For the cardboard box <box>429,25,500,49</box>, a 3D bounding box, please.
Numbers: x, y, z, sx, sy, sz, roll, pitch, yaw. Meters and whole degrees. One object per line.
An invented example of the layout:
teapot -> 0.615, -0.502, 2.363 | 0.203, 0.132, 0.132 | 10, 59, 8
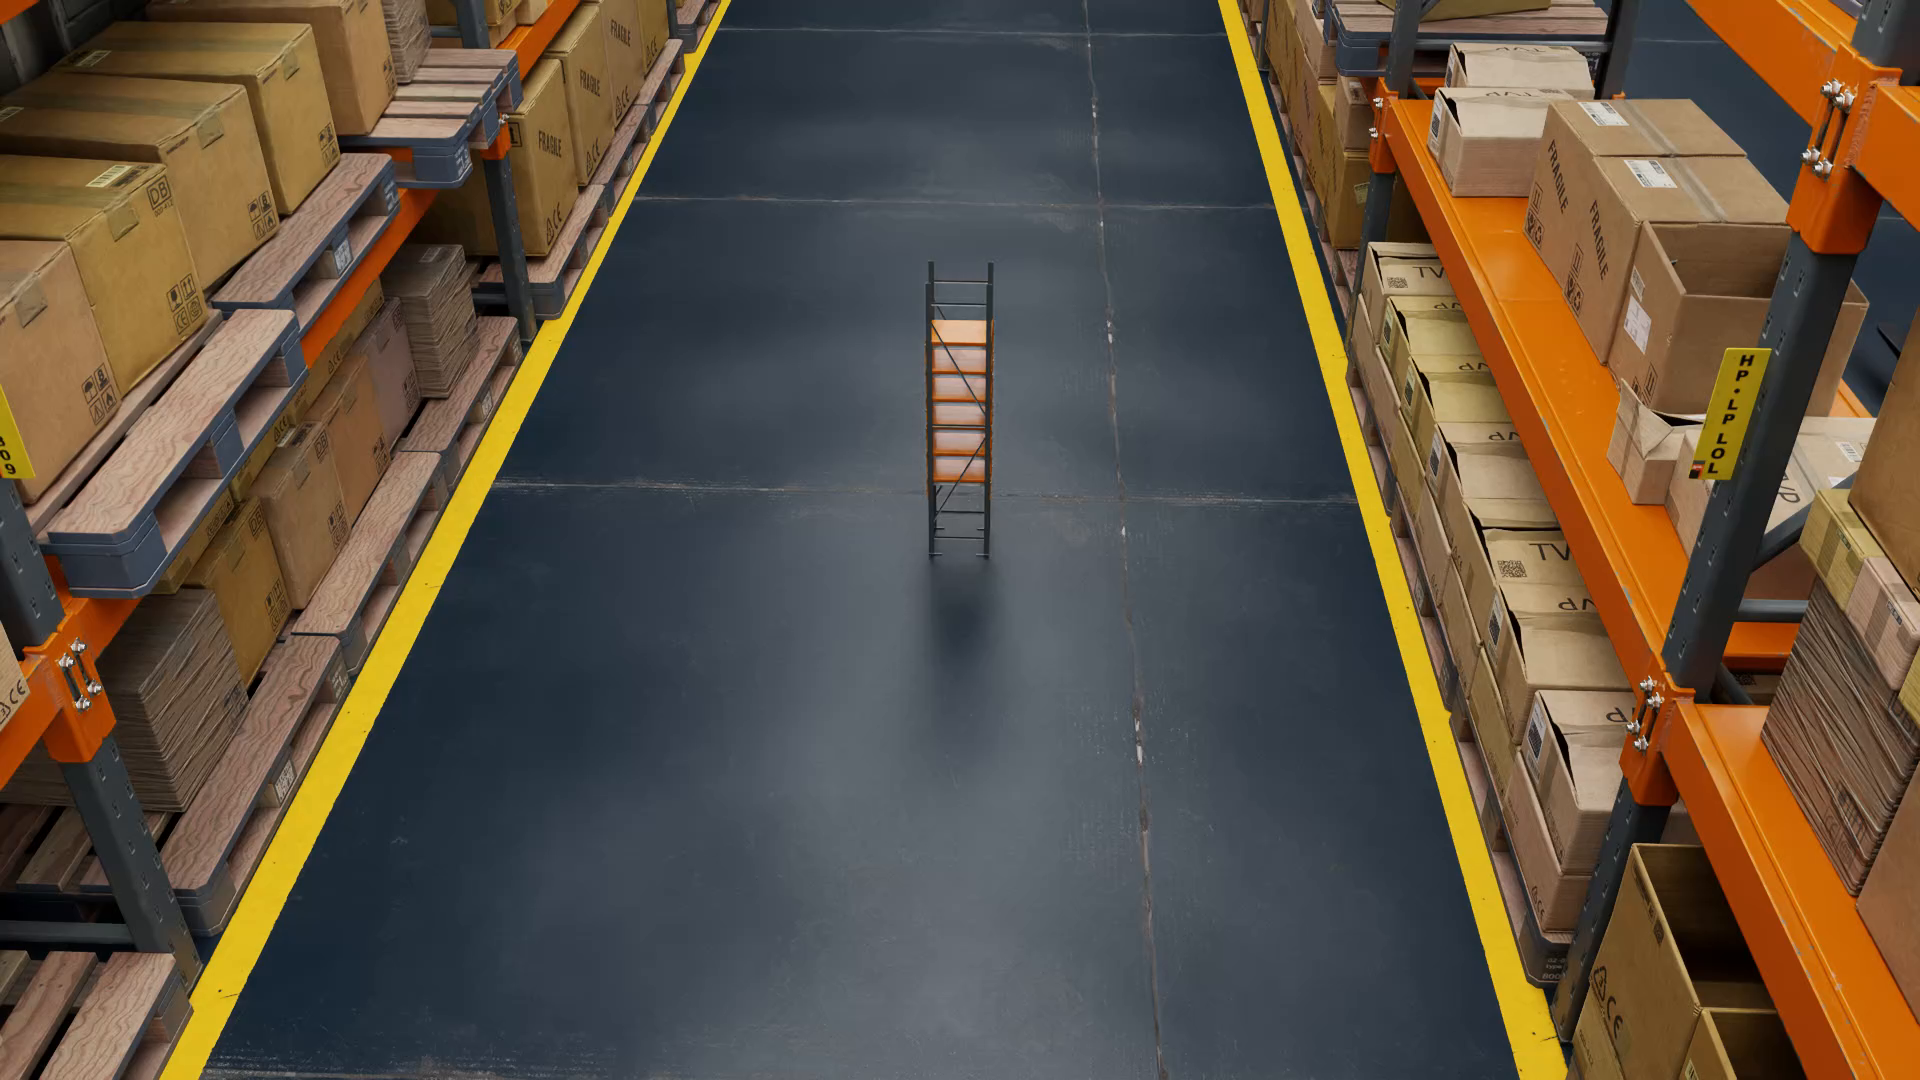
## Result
cardboard box -> -2.342, -2.320, 7.643 | 0.380, 0.149, 0.250 | 1, 35, 1

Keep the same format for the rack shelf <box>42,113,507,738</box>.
rack shelf -> -2.667, -0.787, 5.887 | 1.077, 0.370, 4.000 | 1, 35, 2

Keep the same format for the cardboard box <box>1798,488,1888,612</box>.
cardboard box -> 1.998, 0.024, 3.457 | 0.380, 0.149, 0.250 | 1, 35, 2

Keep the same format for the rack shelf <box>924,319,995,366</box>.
rack shelf -> -0.001, -0.741, 6.212 | 0.258, 0.103, 0.180 | 1, 35, 2

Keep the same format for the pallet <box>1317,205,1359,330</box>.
pallet -> 2.431, -1.405, 8.566 | 1.003, 0.211, 1.213 | 1, 35, 2

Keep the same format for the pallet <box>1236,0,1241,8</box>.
pallet -> 2.599, -4.373, 12.788 | 1.003, 0.211, 1.213 | 1, 35, 2

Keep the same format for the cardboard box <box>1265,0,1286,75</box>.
cardboard box -> 2.261, -3.301, 10.630 | 0.500, 0.500, 0.500 | 0, 35, 0

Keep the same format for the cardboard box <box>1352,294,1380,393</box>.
cardboard box -> 2.049, -0.871, 7.406 | 0.500, 0.250, 0.500 | 1, 35, 2

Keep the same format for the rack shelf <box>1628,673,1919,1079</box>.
rack shelf -> 2.122, 1.623, 2.457 | 1.077, 0.370, 4.000 | 1, 35, 2

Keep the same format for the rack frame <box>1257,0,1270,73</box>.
rack frame -> 2.524, -4.416, 10.425 | 1.000, 3.000, 0.127 | 1, 35, 2

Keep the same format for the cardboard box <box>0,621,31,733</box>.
cardboard box -> -2.463, 0.400, 3.685 | 0.500, 0.250, 0.500 | 1, 35, 2

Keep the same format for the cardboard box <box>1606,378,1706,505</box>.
cardboard box -> 2.055, -0.274, 4.649 | 0.396, 0.266, 0.258 | 1, 35, 1

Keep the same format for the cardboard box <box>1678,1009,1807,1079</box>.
cardboard box -> 1.859, 1.373, 3.562 | 0.500, 0.500, 0.500 | 1, 35, 2

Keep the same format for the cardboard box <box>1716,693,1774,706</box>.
cardboard box -> 2.468, 0.672, 4.723 | 0.500, 0.311, 0.500 | 1, 35, 2

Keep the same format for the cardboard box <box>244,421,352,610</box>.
cardboard box -> -2.703, -0.103, 6.079 | 0.700, 0.500, 0.500 | 2, 35, 2

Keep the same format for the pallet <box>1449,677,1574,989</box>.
pallet -> 2.193, 0.897, 5.290 | 1.003, 0.211, 1.213 | 1, 35, 2

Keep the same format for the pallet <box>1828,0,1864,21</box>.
pallet -> 2.225, -1.476, 3.799 | 0.805, 0.209, 1.217 | 0, 35, 0

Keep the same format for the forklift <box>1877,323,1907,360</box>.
forklift -> 4.602, -1.160, 5.851 | 1.130, 2.935, 3.031 | 1, 35, 1

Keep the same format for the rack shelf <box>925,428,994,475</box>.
rack shelf -> -0.001, -0.348, 6.488 | 0.258, 0.103, 0.180 | 1, 35, 2

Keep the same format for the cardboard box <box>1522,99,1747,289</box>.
cardboard box -> 2.312, -1.195, 5.754 | 0.500, 0.500, 0.500 | 0, 35, -1

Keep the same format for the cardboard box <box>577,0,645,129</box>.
cardboard box -> -2.355, -2.934, 9.820 | 0.750, 0.750, 0.750 | 2, 35, 3

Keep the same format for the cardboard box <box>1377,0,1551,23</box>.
cardboard box -> 2.276, -2.695, 7.524 | 0.700, 0.500, 0.500 | -10, 36, -14

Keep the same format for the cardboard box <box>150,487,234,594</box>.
cardboard box -> -2.720, -0.073, 5.384 | 0.500, 0.250, 0.500 | 1, 35, 1

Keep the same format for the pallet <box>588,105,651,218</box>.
pallet -> -2.428, -2.240, 9.753 | 1.003, 0.211, 1.213 | 1, 35, 2

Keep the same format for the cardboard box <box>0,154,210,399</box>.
cardboard box -> -2.663, -0.766, 4.761 | 0.700, 0.500, 0.500 | 5, 35, 7

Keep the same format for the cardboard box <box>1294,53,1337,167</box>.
cardboard box -> 2.202, -2.417, 9.372 | 0.500, 0.500, 0.500 | 0, 35, 0

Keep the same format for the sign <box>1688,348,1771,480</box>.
sign -> 1.660, -0.268, 3.585 | 0.100, 0.325, 0.005 | 1, 35, 2

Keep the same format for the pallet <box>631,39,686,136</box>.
pallet -> -2.381, -2.943, 10.753 | 1.003, 0.211, 1.213 | 1, 35, 2

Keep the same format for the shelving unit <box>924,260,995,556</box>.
shelving unit -> -0.001, -0.483, 6.393 | 0.258, 1.200, 0.189 | 1, 35, 2

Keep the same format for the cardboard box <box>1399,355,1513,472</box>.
cardboard box -> 2.014, -0.505, 6.399 | 0.500, 0.311, 0.500 | 0, 35, 1

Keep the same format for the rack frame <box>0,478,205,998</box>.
rack frame -> -2.747, 0.068, 4.045 | 1.000, 3.000, 0.127 | 1, 35, 2

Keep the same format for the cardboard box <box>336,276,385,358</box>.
cardboard box -> -2.649, -0.954, 6.637 | 0.500, 0.250, 0.500 | 2, 35, 3

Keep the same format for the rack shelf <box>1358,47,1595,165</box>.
rack shelf -> 2.444, -2.973, 8.997 | 1.077, 0.370, 4.000 | 1, 35, 2

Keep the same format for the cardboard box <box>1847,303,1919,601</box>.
cardboard box -> 2.191, -0.137, 3.120 | 0.700, 0.500, 0.500 | 1, 35, 2

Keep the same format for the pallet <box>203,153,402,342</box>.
pallet -> -2.625, -1.014, 5.750 | 1.003, 0.211, 1.213 | 1, 35, 2

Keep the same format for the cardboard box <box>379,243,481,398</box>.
cardboard box -> -2.563, -0.973, 7.317 | 0.700, 0.500, 0.500 | 2, 35, 3

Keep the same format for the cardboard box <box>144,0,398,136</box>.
cardboard box -> -2.591, -1.859, 6.317 | 0.700, 0.500, 0.500 | -2, 35, -3

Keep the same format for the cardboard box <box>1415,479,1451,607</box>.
cardboard box -> 1.994, 0.011, 6.151 | 0.500, 0.250, 0.500 | 2, 35, 3

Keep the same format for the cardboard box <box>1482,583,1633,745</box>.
cardboard box -> 1.947, 0.365, 5.160 | 0.500, 0.311, 0.500 | 2, 35, 3

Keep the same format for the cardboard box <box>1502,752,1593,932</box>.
cardboard box -> 1.930, 0.888, 4.904 | 0.500, 0.250, 0.500 | 1, 35, 1

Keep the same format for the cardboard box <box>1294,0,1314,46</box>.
cardboard box -> 2.221, -3.034, 9.597 | 0.500, 0.250, 0.500 | 1, 35, 2
